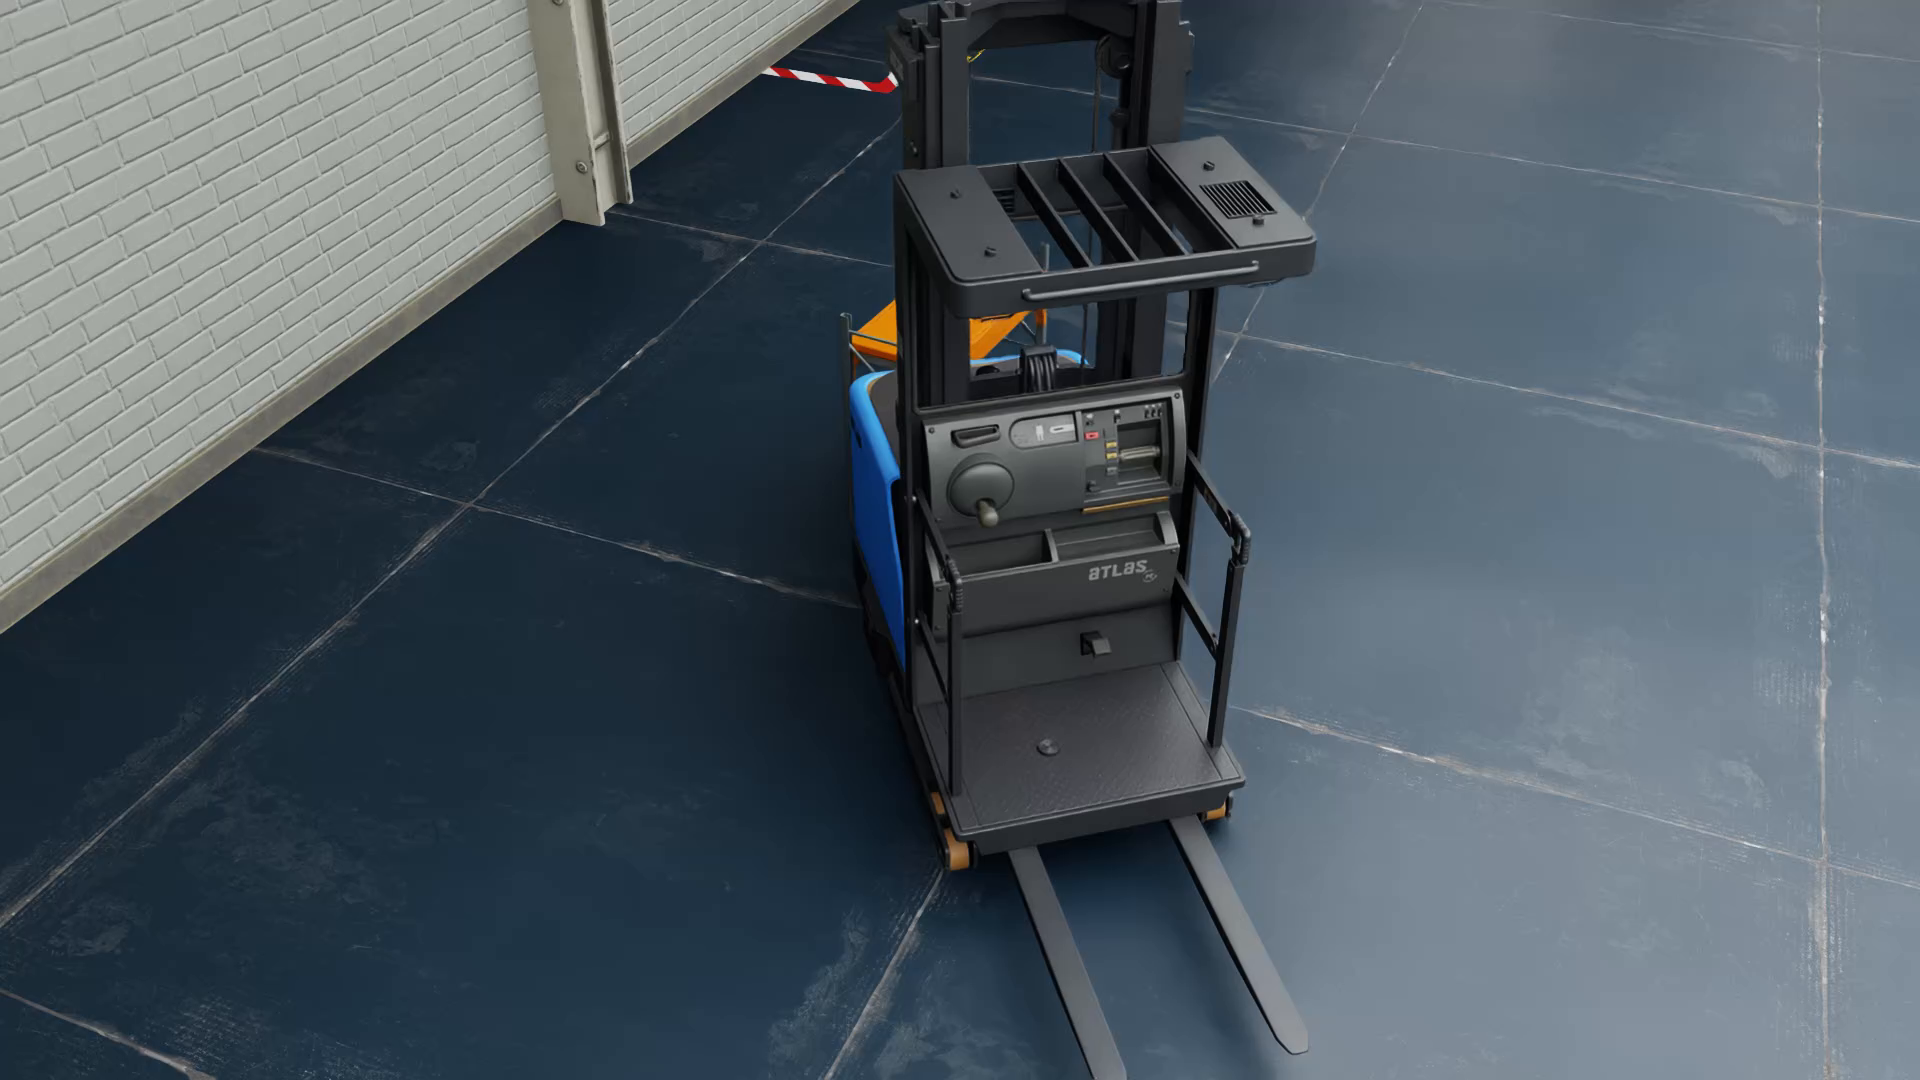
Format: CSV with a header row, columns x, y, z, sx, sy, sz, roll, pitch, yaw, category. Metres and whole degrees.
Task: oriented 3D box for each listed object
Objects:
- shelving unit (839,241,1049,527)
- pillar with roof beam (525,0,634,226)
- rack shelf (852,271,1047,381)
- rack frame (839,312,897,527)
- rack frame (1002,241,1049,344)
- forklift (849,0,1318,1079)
x,y,z,sx,sy,sz,roll,pitch,yaw,category
-0.053,-0.724,7.779,0.538,1.125,1.048,18,40,22,shelving unit
1.674,-4.724,6.554,9.100,9.000,0.400,14,39,18,pillar with roof beam
-0.053,-0.958,7.603,0.538,0.278,1.000,18,40,22,rack shelf
-0.294,-0.455,7.420,0.500,1.125,0.032,18,40,22,rack frame
0.187,-0.992,8.137,0.500,1.125,0.032,18,40,22,rack frame
0.393,-0.216,5.591,1.130,2.935,3.031,-9,38,-12,forklift
